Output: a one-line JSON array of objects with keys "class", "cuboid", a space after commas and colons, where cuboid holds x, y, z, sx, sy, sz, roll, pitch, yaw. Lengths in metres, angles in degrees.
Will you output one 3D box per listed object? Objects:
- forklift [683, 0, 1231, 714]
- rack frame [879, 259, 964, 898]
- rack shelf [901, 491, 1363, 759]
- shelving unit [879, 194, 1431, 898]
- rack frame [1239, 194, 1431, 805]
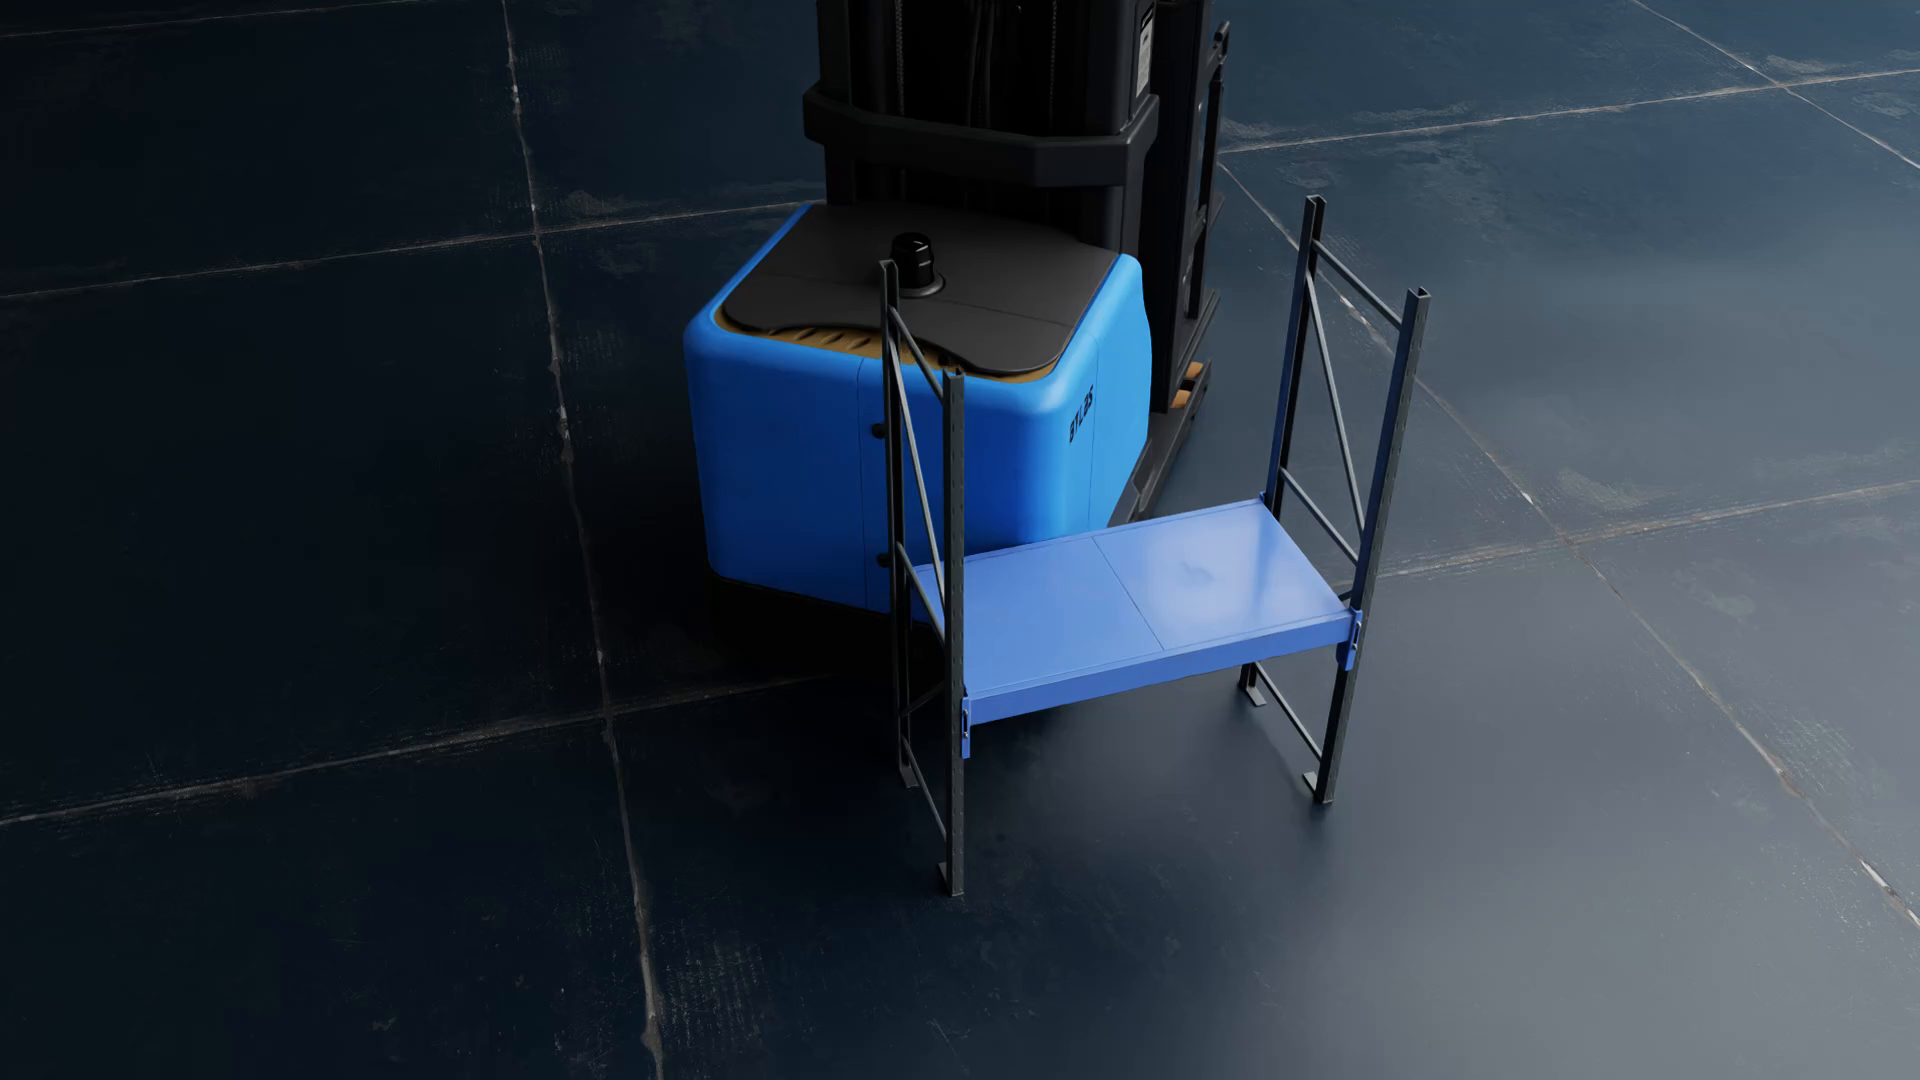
[{"class": "forklift", "cuboid": [0.245, -1.589, 4.915, 1.130, 2.935, 3.031, 12, 39, 15]}, {"class": "rack frame", "cuboid": [-0.083, 0.139, 3.833, 0.032, 1.500, 0.500, -11, 39, -14]}, {"class": "rack shelf", "cuboid": [0.401, 0.187, 4.067, 1.000, 0.185, 0.538, -11, 39, -14]}, {"class": "shelving unit", "cuboid": [0.401, 0.044, 3.958, 1.048, 1.500, 0.538, -11, 39, -14]}, {"class": "rack frame", "cuboid": [0.885, -0.051, 4.082, 0.032, 1.500, 0.500, -11, 39, -14]}]
